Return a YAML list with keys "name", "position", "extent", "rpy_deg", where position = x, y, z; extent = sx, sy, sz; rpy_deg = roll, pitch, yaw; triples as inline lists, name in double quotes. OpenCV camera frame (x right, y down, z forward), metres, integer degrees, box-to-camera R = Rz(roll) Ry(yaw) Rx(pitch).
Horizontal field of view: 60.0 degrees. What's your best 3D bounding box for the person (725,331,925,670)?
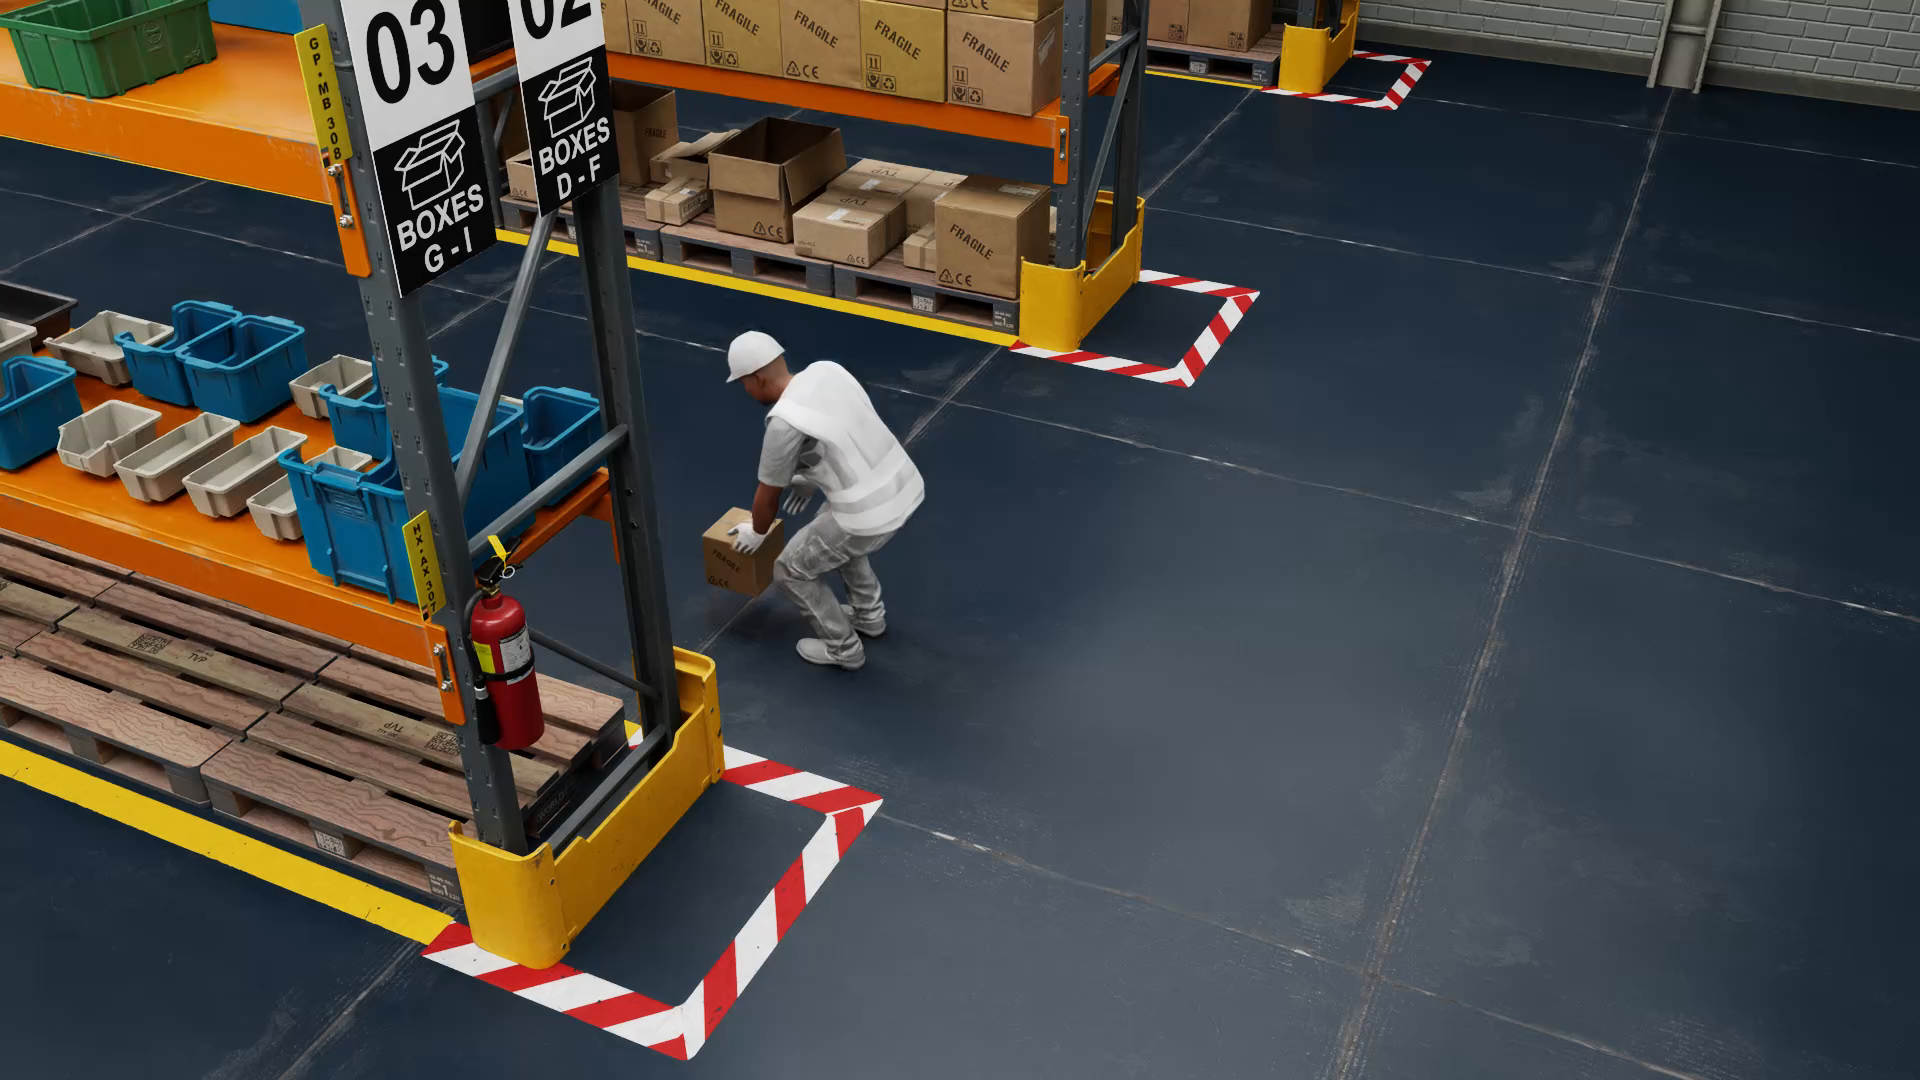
- name: "person"
  position: [-0.548, -0.145, 6.681]
  extent: [0.772, 1.412, 0.613]
  rpy_deg: [14, 36, 21]
